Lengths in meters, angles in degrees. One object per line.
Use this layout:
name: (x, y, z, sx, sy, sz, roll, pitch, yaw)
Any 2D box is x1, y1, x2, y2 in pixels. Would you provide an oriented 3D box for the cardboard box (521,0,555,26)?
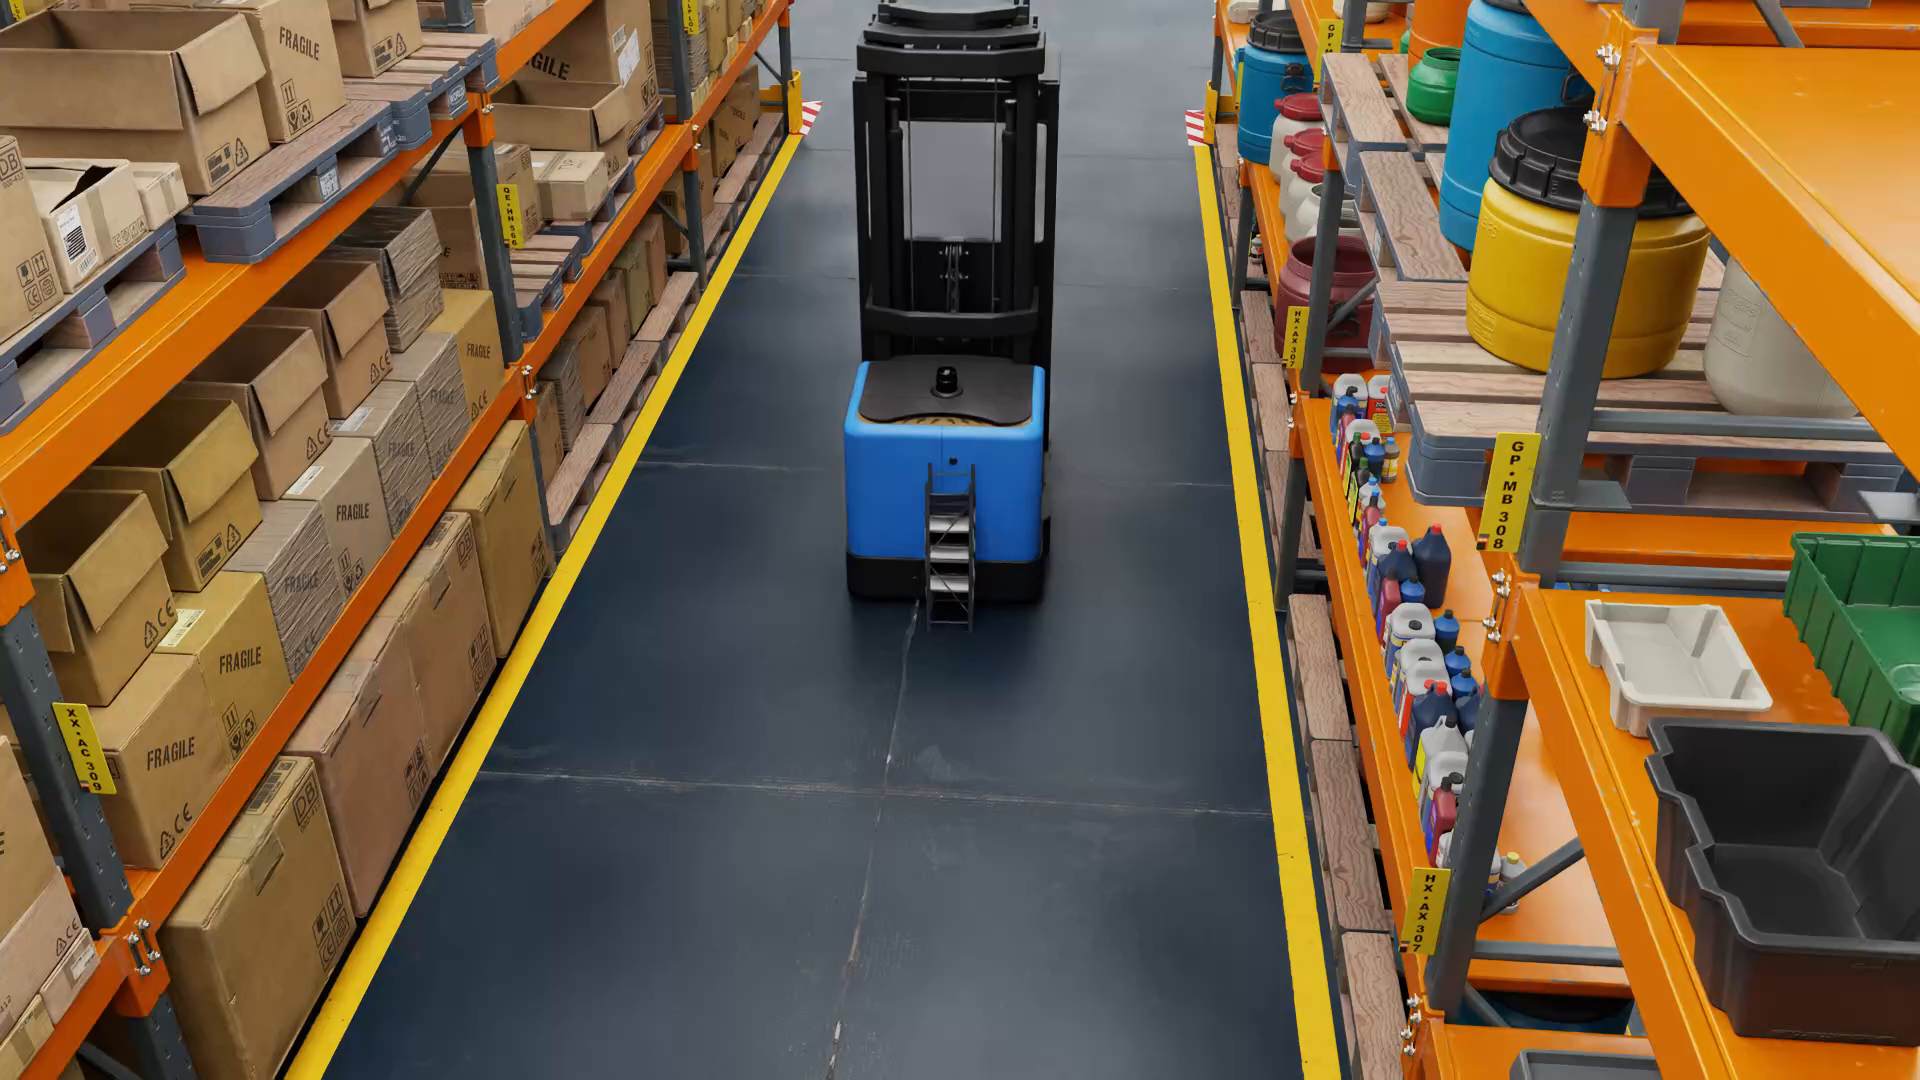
cardboard box: (-2.416, -2.826, 8.541, 0.500, 0.250, 0.500, 3, 32, 5)

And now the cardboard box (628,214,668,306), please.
cardboard box: (-2.496, -2.004, 11.886, 0.700, 0.500, 0.500, 0, 32, 0)

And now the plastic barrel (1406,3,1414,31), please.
plastic barrel: (2.470, -2.809, 7.892, 0.600, 0.901, 0.600, 0, 32, 0)

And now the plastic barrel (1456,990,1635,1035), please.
plastic barrel: (1.922, 1.624, 5.635, 0.600, 0.901, 0.708, 2, 32, 4)

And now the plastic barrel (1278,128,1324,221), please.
plastic barrel: (2.156, -2.173, 10.068, 0.433, 0.535, 0.433, 0, 32, 0)

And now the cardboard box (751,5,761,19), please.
cardboard box: (-1.942, -4.634, 14.431, 0.380, 0.149, 0.250, 2, 32, 4)

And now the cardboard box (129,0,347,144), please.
cardboard box: (-2.710, -1.831, 6.287, 0.500, 0.500, 0.500, 4, 32, 7)

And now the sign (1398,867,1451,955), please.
sign: (1.313, 1.051, 4.701, 0.100, 0.325, 0.005, 2, 32, 4)

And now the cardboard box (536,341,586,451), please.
cardboard box: (-2.683, -0.874, 10.053, 0.700, 0.500, 0.500, 0, 32, 0)

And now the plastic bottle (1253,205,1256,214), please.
plastic bottle: (2.293, -2.499, 12.831, 0.144, 0.351, 0.185, 1, 32, 2)

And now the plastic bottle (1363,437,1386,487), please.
plastic bottle: (1.815, -0.327, 7.324, 0.097, 0.271, 0.097, 0, 32, 0)

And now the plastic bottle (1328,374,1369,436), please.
plastic bottle: (1.829, -0.633, 7.816, 0.152, 0.276, 0.135, 2, 32, 4)

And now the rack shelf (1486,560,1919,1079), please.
rack shelf: (1.698, 1.269, 2.439, 1.077, 0.370, 4.000, 2, 32, 4)

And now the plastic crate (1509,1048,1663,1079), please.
plastic crate: (1.538, 1.597, 3.962, 0.402, 0.464, 0.583, 2, 32, 4)

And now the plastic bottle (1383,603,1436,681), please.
plastic bottle: (1.671, 0.380, 6.173, 0.152, 0.276, 0.135, 2, 32, 4)

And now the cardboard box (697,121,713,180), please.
cardboard box: (-2.341, -3.151, 13.767, 0.500, 0.500, 0.500, 0, 32, 0)

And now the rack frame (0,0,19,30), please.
rack frame: (-7.360, -3.466, 12.295, 1.000, 3.000, 0.127, 2, 32, 4)

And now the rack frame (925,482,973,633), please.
rack frame: (-0.054, 0.100, 8.510, 0.240, 0.900, 0.006, 2, 32, 3)

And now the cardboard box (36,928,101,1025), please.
cardboard box: (-2.774, 1.262, 4.862, 0.380, 0.149, 0.250, 3, 32, 4)

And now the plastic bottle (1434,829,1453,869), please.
plastic bottle: (1.553, 0.997, 5.244, 0.097, 0.201, 0.097, 0, 32, 0)

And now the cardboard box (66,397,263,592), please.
cardboard box: (-2.964, -0.180, 5.912, 0.797, 0.503, 0.637, 3, 32, 5)

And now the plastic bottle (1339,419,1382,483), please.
plastic bottle: (1.791, -0.391, 7.424, 0.152, 0.276, 0.135, 2, 32, 4)

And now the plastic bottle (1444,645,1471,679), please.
plastic bottle: (1.778, 0.499, 5.984, 0.097, 0.271, 0.097, 0, 32, 0)

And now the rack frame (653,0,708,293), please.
rack frame: (-2.424, -3.201, 11.866, 1.000, 3.000, 0.127, 2, 32, 4)

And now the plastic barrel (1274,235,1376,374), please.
plastic barrel: (1.922, -1.211, 8.507, 0.600, 0.536, 0.708, 2, 32, 4)

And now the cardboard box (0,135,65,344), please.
cardboard box: (-3.038, -0.820, 4.647, 0.700, 0.500, 0.500, 3, 32, 5)

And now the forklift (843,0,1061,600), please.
forklift: (-0.005, -1.670, 9.446, 1.130, 2.935, 3.031, 2, 32, 3)

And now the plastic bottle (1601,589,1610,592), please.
plastic bottle: (2.417, 0.307, 6.296, 0.097, 0.271, 0.097, 0, 32, 0)

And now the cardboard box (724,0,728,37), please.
cardboard box: (-2.310, -4.129, 12.992, 0.875, 0.500, 0.500, 2, 32, 4)

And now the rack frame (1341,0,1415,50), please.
rack frame: (2.187, -3.452, 6.554, 1.000, 3.000, 0.127, 2, 32, 4)

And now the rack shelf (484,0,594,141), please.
rack shelf: (-2.587, -3.126, 9.570, 1.077, 0.370, 4.000, 2, 32, 4)

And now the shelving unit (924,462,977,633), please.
shelving unit: (-0.049, 0.047, 8.596, 0.258, 0.900, 0.210, 2, 32, 3)

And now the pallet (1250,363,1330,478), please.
pallet: (2.390, -0.750, 10.547, 1.003, 0.211, 1.213, 2, 32, 4)

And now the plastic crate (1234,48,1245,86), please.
plastic crate: (2.332, -3.517, 12.519, 0.499, 0.251, 0.616, 2, 32, 4)

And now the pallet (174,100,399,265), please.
pallet: (-2.838, -1.382, 6.235, 1.003, 0.211, 1.213, 4, 32, 6)

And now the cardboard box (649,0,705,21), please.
cardboard box: (-2.134, -4.020, 11.863, 0.500, 0.500, 0.500, 2, 32, 4)

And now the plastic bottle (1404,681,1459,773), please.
plastic bottle: (1.625, 0.623, 5.707, 0.144, 0.351, 0.185, 2, 32, 4)

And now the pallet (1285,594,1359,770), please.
pallet: (2.164, 0.703, 8.188, 1.003, 0.211, 1.213, 2, 32, 4)

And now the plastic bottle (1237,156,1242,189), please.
plastic bottle: (2.343, -3.060, 13.806, 0.061, 0.283, 0.133, 3, 32, 5)

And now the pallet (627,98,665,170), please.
pallet: (-2.632, -2.726, 11.277, 1.003, 0.211, 1.213, 2, 32, 4)

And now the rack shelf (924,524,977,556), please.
rack shelf: (-0.049, -0.001, 8.567, 0.258, 0.077, 0.200, 2, 32, 3)

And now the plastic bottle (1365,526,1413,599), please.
plastic bottle: (1.716, 0.092, 6.639, 0.152, 0.276, 0.135, 2, 32, 4)

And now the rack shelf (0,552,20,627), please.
rack shelf: (-3.239, 1.057, 2.782, 1.077, 0.370, 4.000, 2, 32, 4)

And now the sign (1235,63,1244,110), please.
sign: (1.965, -3.137, 11.497, 0.100, 0.325, 0.005, 2, 32, 4)

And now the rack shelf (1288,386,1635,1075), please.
rack shelf: (2.024, 0.454, 6.620, 1.077, 0.370, 4.000, 2, 32, 4)

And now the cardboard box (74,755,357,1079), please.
cardboard box: (-3.043, 1.372, 6.069, 1.225, 0.875, 0.875, 3, 32, 4)

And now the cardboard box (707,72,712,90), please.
cardboard box: (-2.081, -3.456, 12.518, 0.380, 0.149, 0.250, 2, 32, 4)

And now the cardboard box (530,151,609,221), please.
cardboard box: (-2.384, -2.091, 9.807, 0.500, 0.250, 0.500, 2, 32, 3)

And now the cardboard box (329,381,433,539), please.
cardboard box: (-2.629, -0.351, 7.146, 0.500, 0.500, 0.500, 1, 32, 2)

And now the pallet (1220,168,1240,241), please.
pallet: (2.705, -2.792, 13.859, 1.003, 0.211, 1.213, 2, 32, 4)

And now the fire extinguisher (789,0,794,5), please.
fire extinguisher: (-1.630, -5.300, 15.345, 0.296, 0.674, 0.183, 2, 32, 4)

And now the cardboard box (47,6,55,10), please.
cardboard box: (-7.341, -3.723, 12.570, 0.875, 0.550, 0.550, 2, 32, 4)

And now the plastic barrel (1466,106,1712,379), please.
plastic barrel: (1.733, -0.828, 4.576, 0.600, 0.588, 0.600, 0, 32, 0)

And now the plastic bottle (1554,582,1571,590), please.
plastic bottle: (2.281, 0.250, 6.389, 0.097, 0.271, 0.097, 0, 32, 0)

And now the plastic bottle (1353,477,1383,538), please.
plastic bottle: (1.725, -0.139, 7.019, 0.097, 0.271, 0.097, 0, 32, 0)

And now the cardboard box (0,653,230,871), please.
cardboard box: (-2.789, 0.710, 5.424, 0.500, 0.500, 0.500, 3, 32, 4)

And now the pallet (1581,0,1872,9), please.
pallet: (1.898, -1.544, 4.019, 1.003, 0.211, 1.213, 2, 32, 4)

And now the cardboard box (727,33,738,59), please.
cardboard box: (-1.998, -3.979, 13.367, 0.380, 0.149, 0.250, 2, 32, 4)
